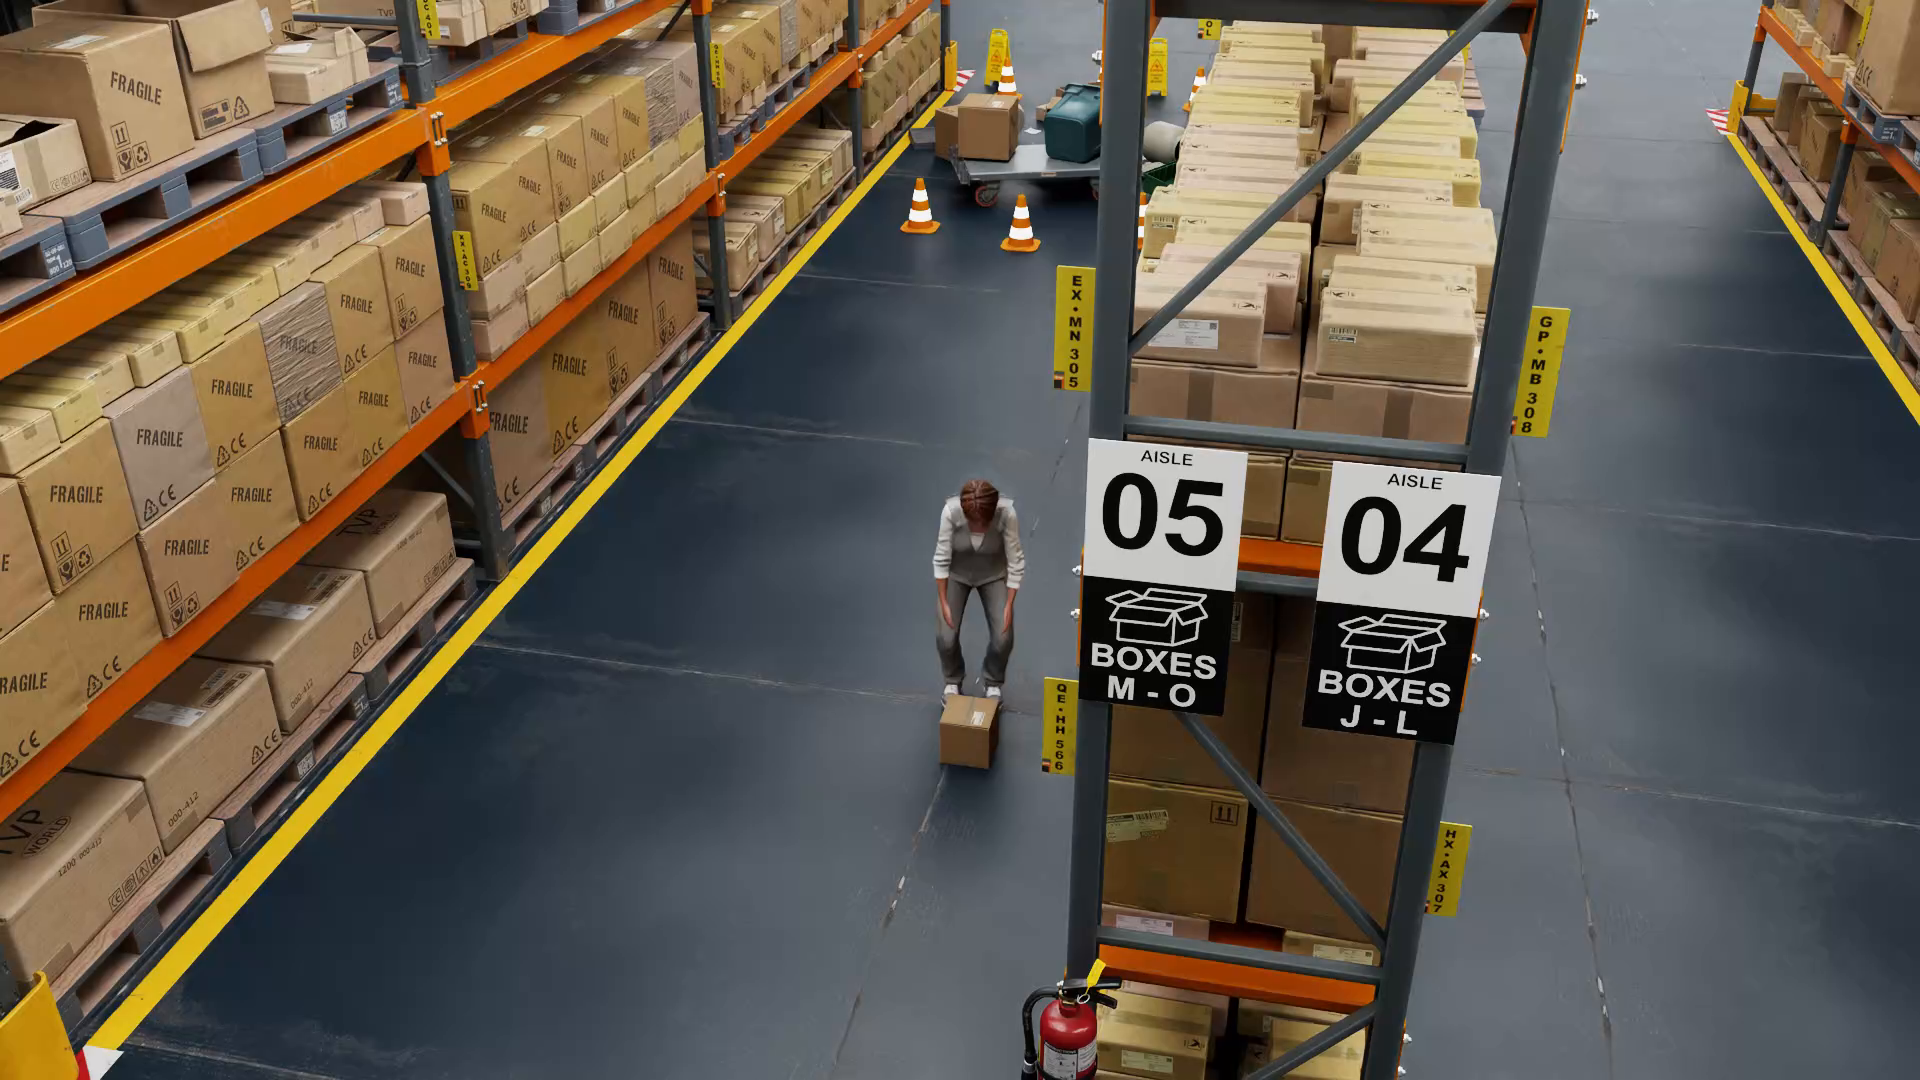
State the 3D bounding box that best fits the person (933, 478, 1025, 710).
[{"bbox_3d":[0.100,0.252,8.392,0.458,1.385,0.581,2,29,4],"label":"person"}]
